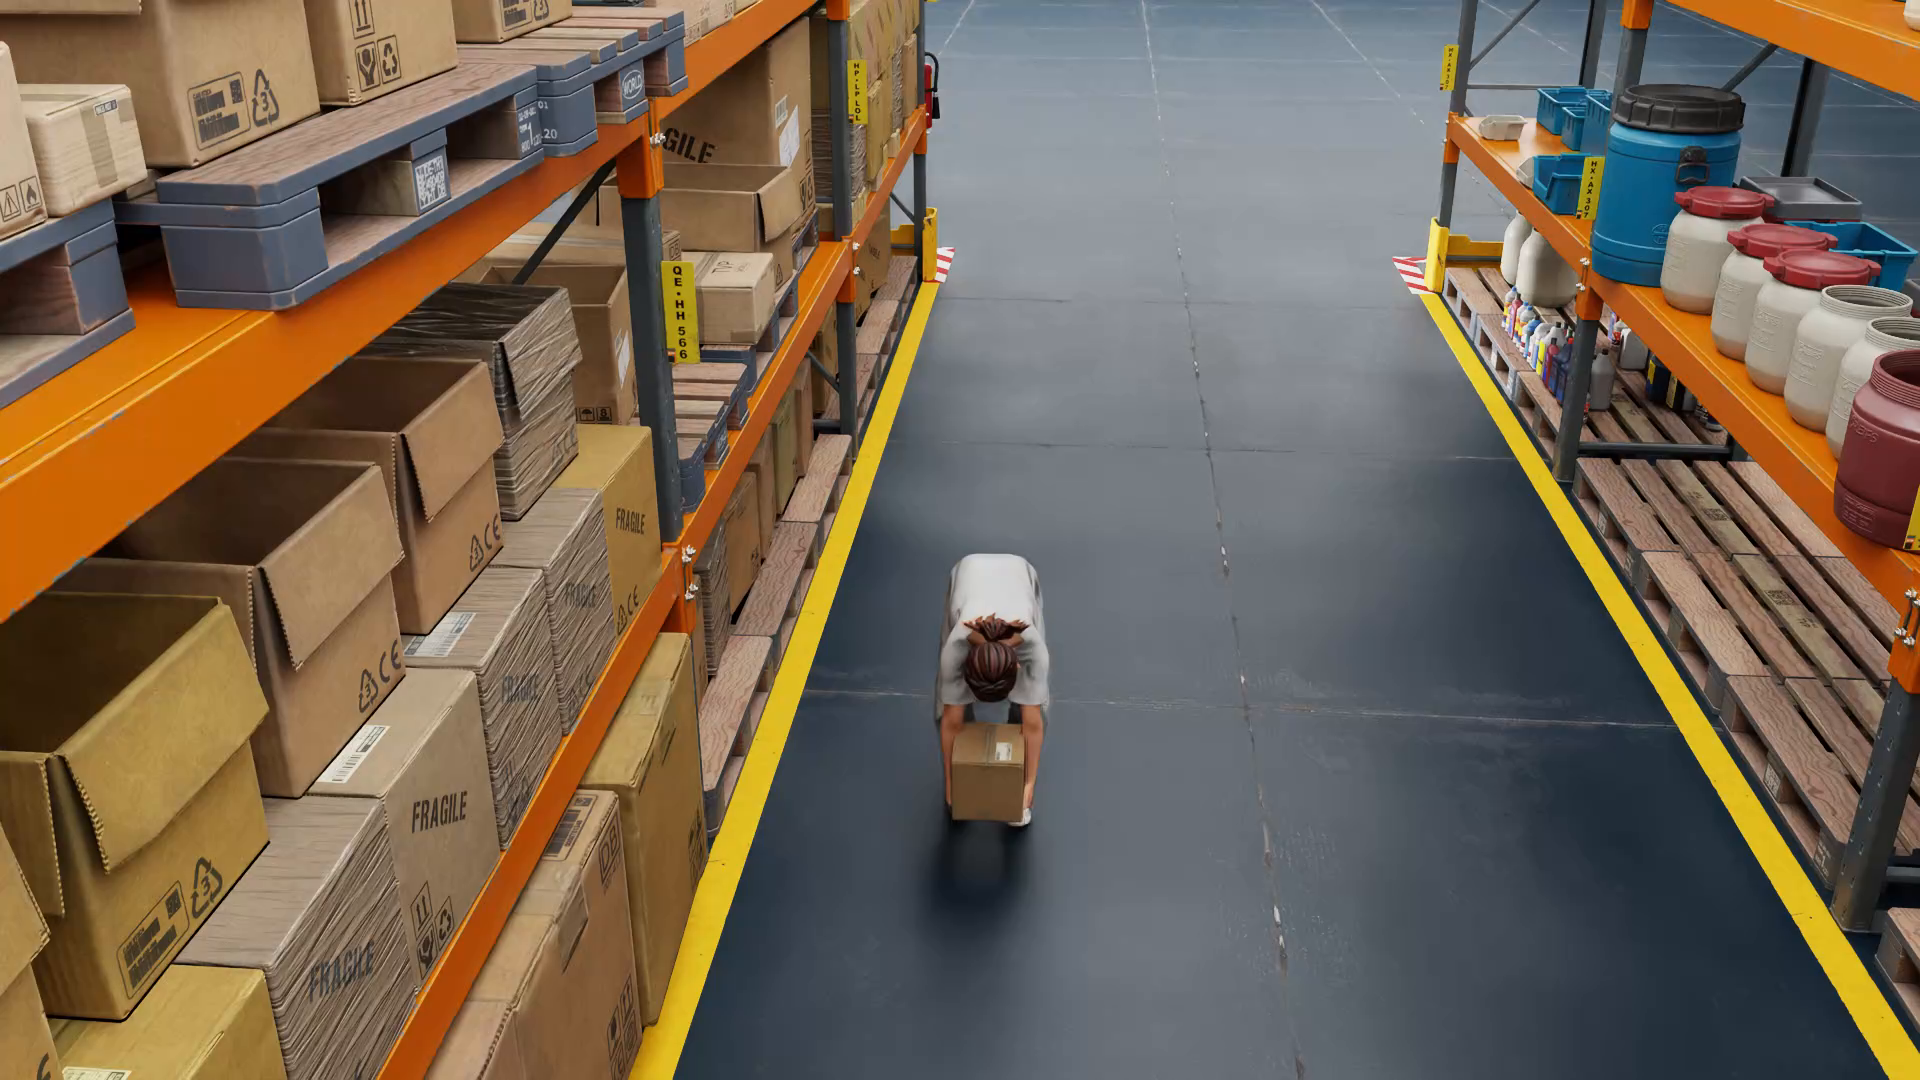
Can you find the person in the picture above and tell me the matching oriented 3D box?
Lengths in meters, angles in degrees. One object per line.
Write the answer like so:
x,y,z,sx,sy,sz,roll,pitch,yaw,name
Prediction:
0.112,0.624,6.031,0.427,1.023,0.872,1,25,2,person
